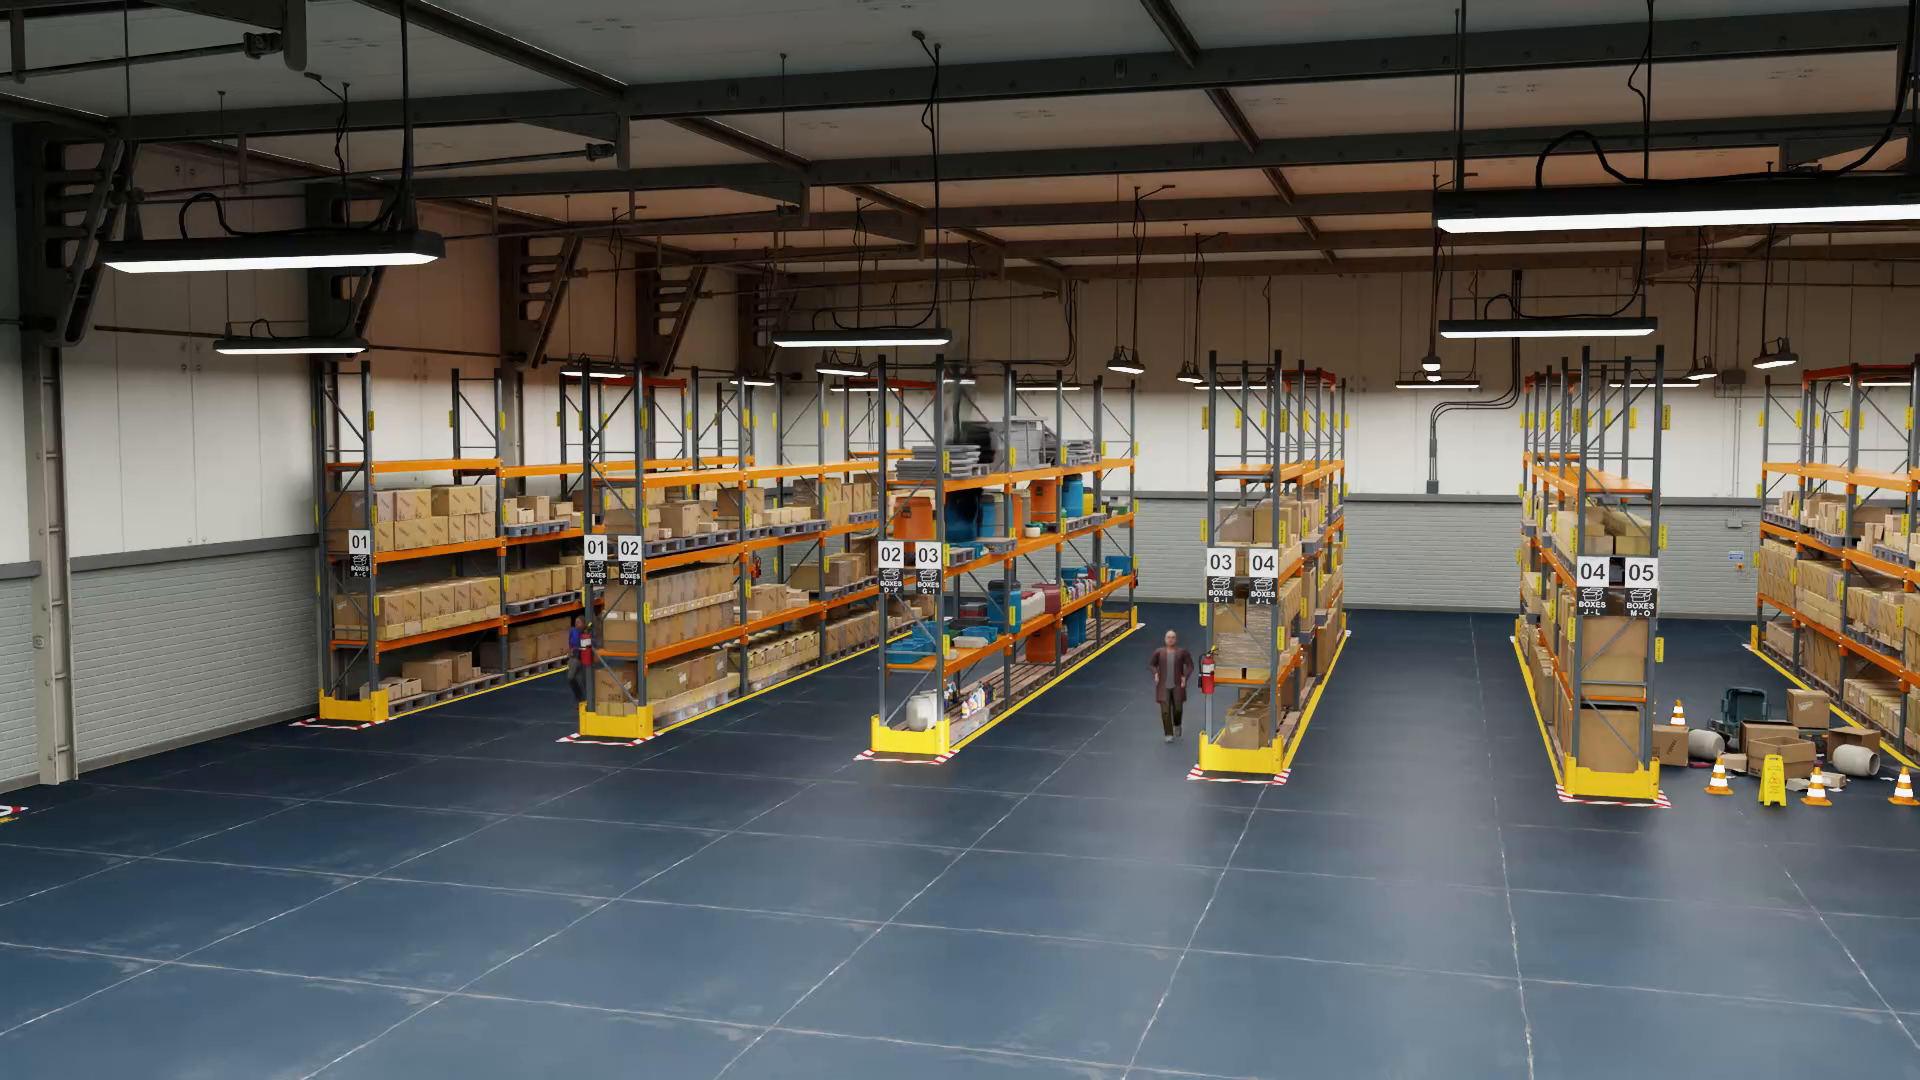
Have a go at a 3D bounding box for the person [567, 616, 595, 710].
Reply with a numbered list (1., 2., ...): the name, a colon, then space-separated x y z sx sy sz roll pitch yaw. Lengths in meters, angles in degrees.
1. person: -6.576 2.173 28.841 0.603 1.532 0.786 1 4 15

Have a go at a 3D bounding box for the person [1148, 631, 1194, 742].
1. person: 3.280 2.282 25.901 0.705 1.727 0.661 1 4 10
